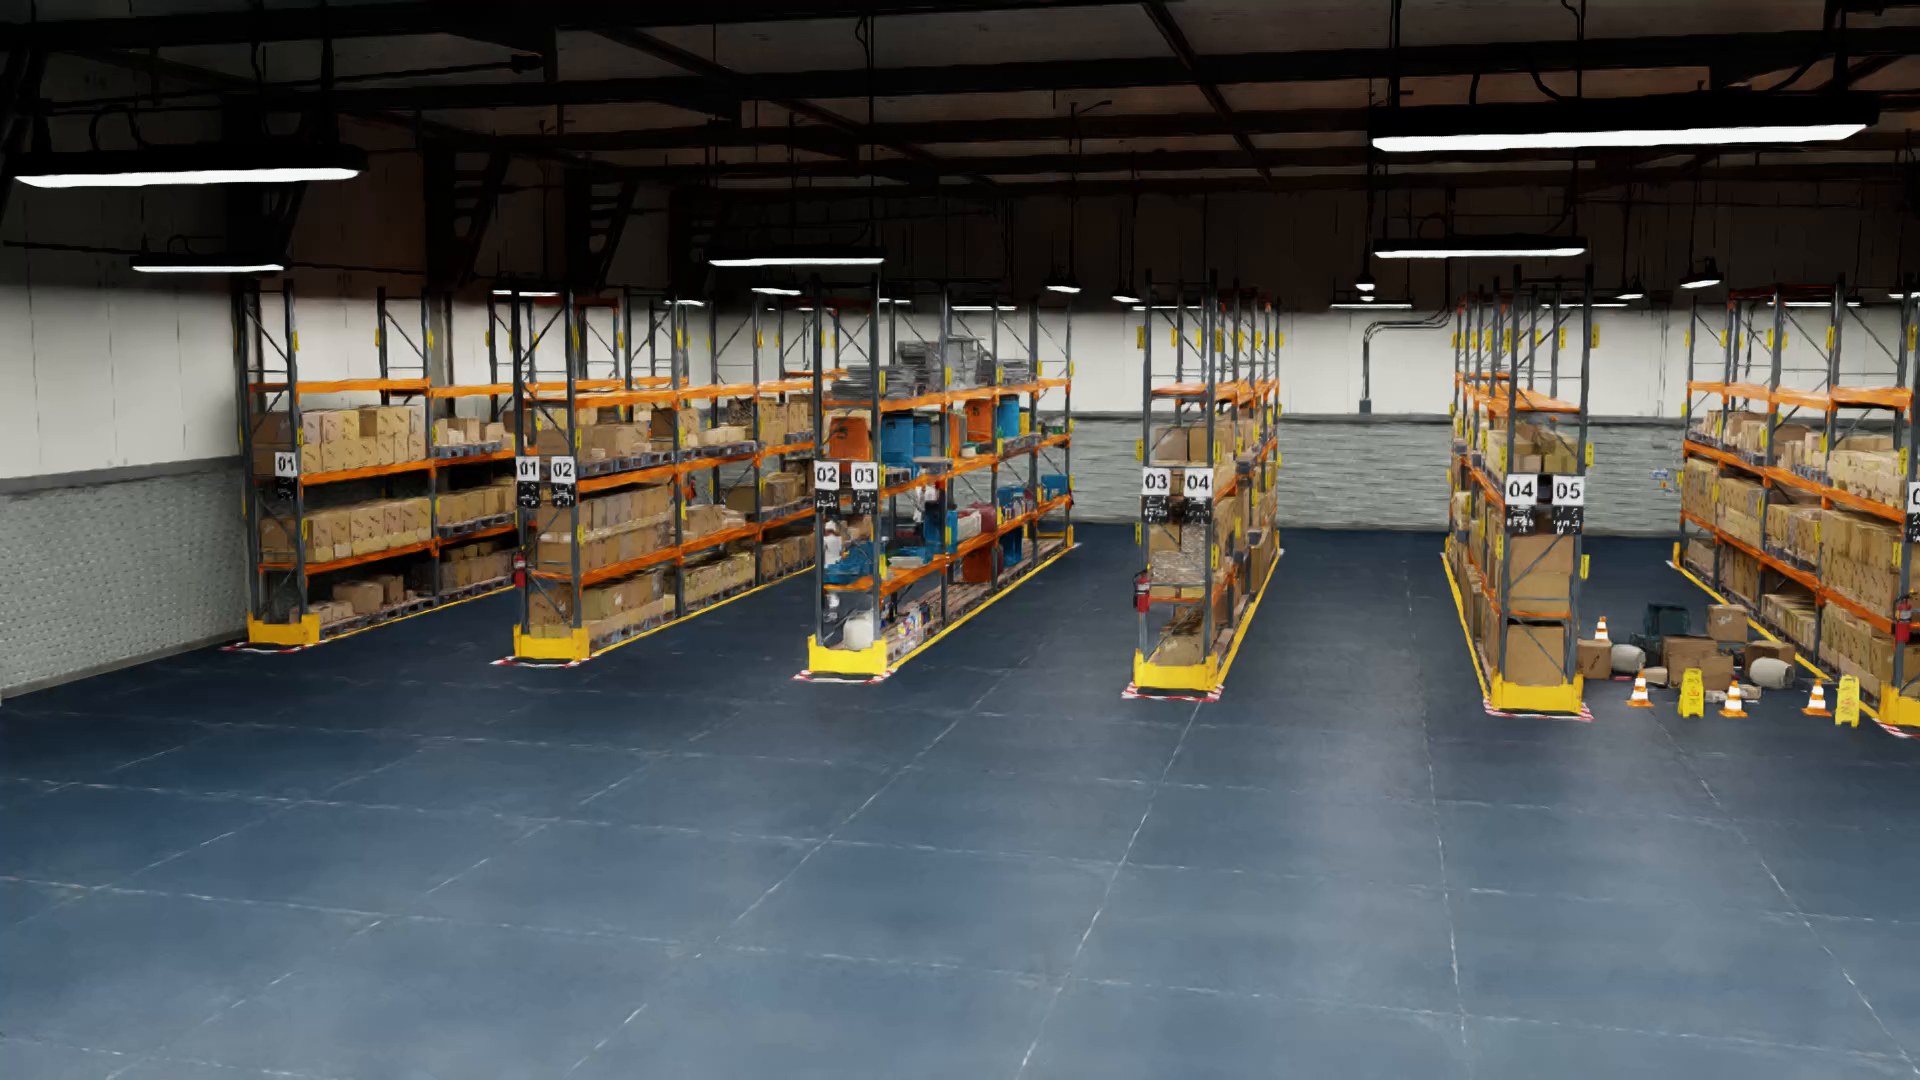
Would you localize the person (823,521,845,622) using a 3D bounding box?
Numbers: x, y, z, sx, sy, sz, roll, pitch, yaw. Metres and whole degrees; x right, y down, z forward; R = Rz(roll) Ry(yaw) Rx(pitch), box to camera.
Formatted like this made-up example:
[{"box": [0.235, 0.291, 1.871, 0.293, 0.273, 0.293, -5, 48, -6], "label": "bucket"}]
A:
[{"box": [-2.321, 0.537, 29.754, 0.577, 1.785, 0.655, 6, 9, 40], "label": "person"}]

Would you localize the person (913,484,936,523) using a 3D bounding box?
[{"box": [-0.872, -0.725, 40.599, 0.588, 1.700, 1.193, 1, 7, 12], "label": "person"}]

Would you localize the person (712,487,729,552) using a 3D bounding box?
[{"box": [-5.581, -0.456, 38.815, 0.495, 1.589, 1.086, 2, 7, 16], "label": "person"}]

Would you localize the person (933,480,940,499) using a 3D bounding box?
[{"box": [-0.452, -1.258, 45.024, 0.772, 1.718, 0.580, -5, 8, -36], "label": "person"}]
